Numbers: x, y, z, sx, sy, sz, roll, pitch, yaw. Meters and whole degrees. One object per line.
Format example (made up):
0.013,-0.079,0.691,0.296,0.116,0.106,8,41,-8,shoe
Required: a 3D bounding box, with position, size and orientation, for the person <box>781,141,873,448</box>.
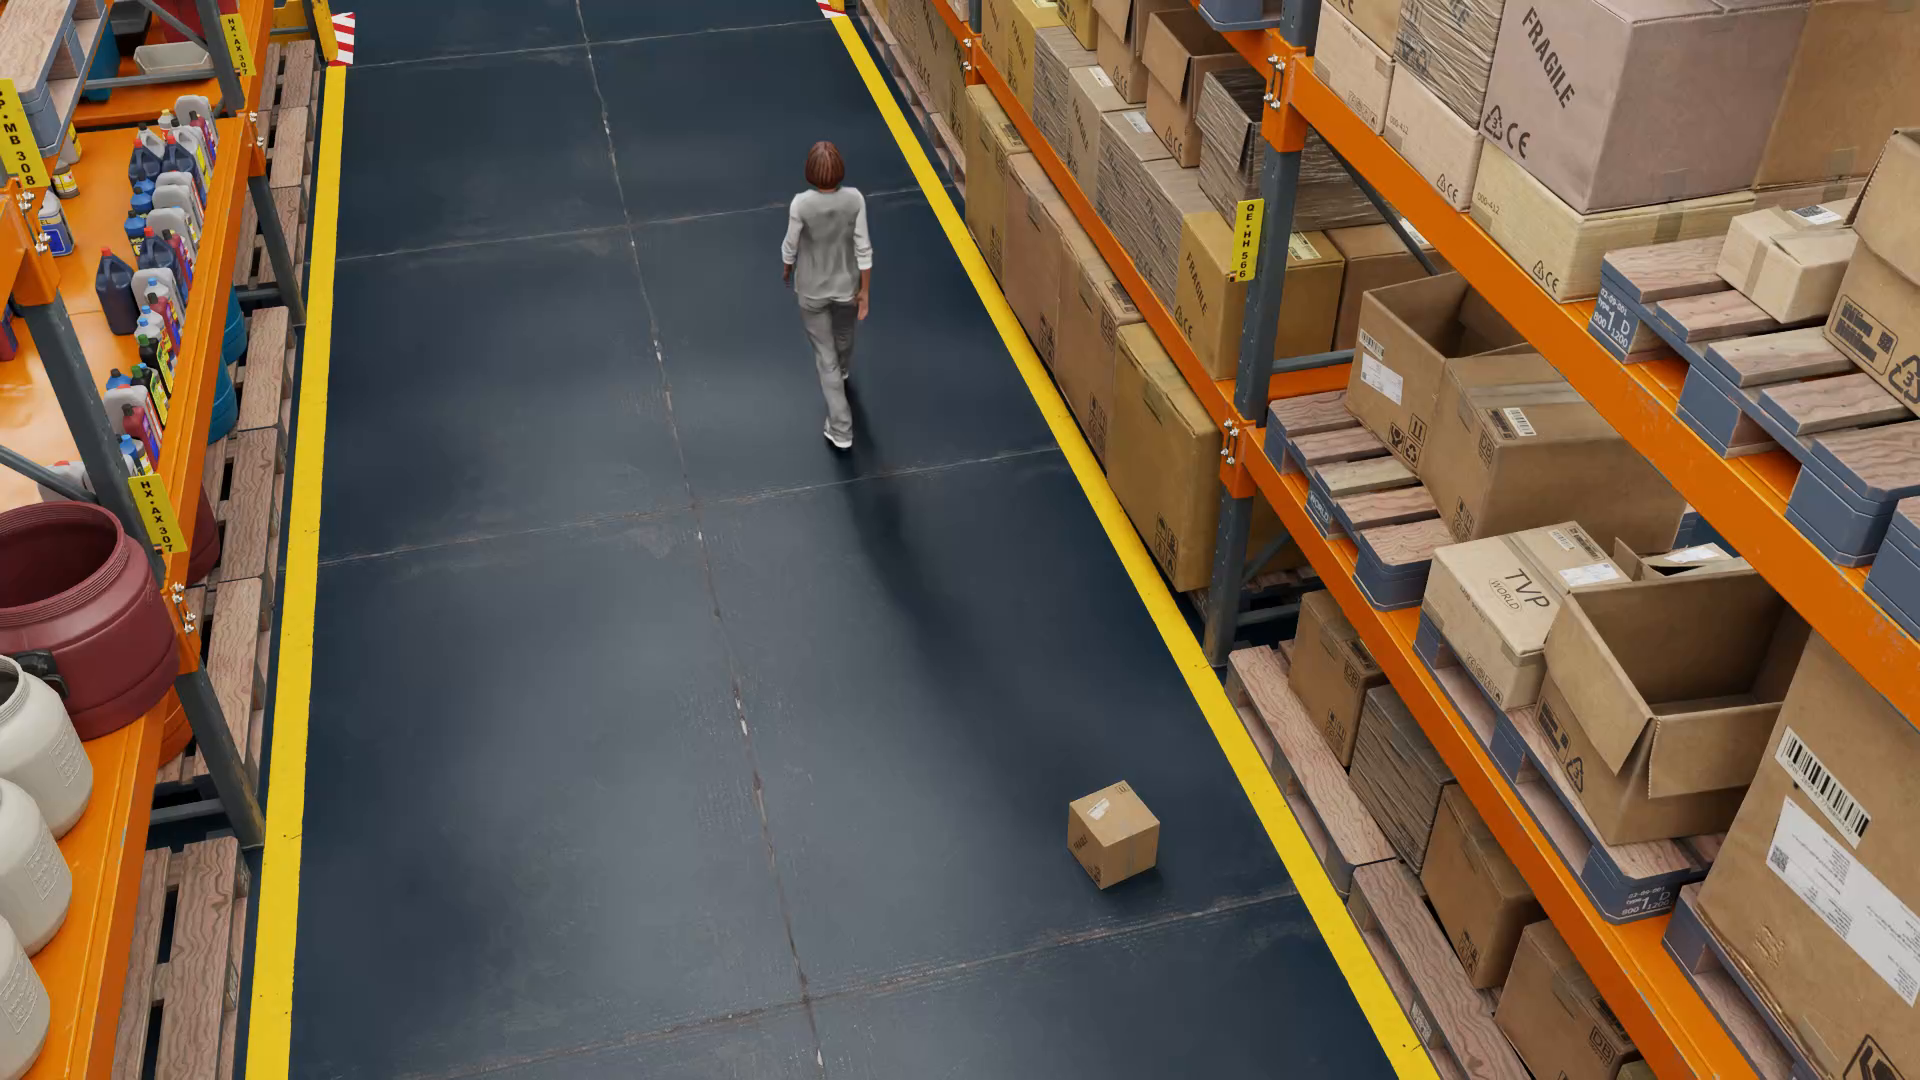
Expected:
-0.678,-1.317,8.344,0.419,1.544,0.920,-11,40,-14,person
